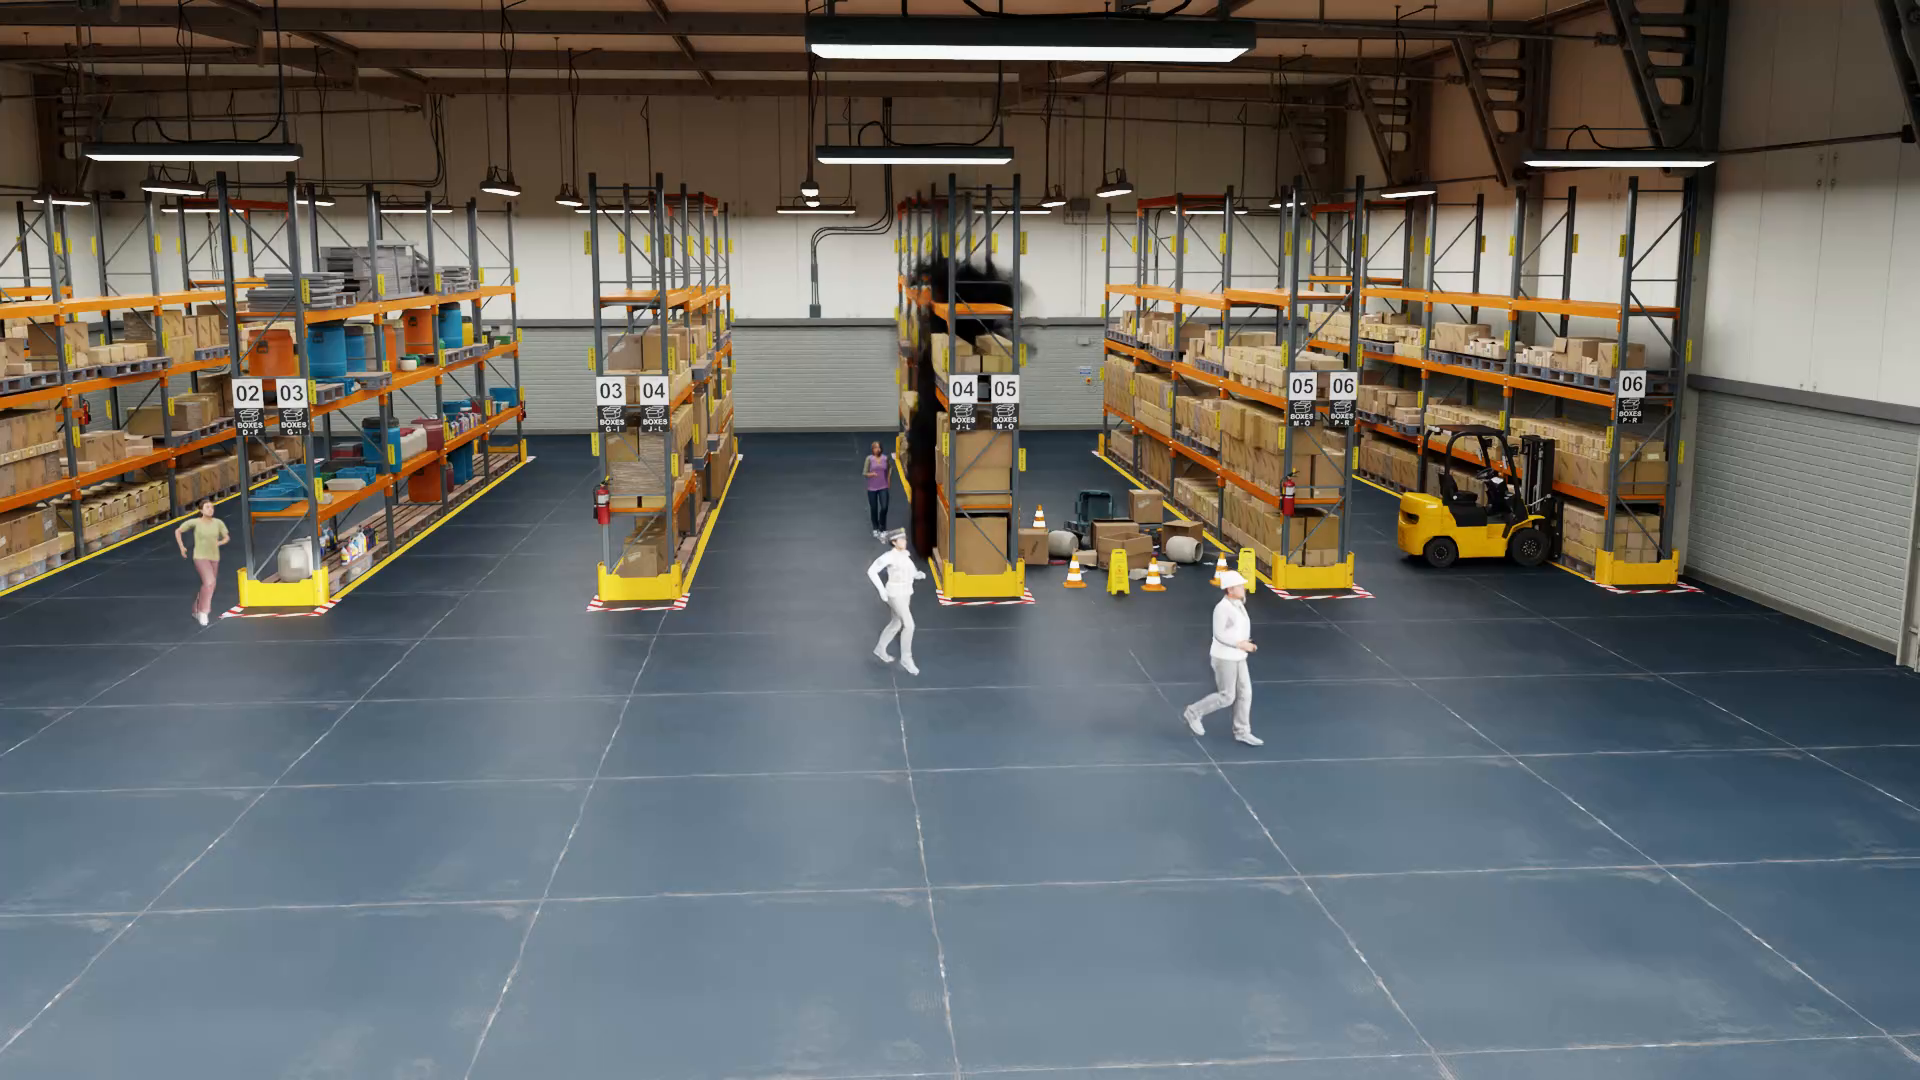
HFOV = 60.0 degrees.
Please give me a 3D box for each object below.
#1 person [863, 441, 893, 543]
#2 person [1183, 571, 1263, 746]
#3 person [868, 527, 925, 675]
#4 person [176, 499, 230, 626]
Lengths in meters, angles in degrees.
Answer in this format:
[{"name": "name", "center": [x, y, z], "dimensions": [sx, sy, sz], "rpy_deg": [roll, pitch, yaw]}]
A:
[{"name": "person", "center": [-1.315, -0.779, 26.939], "dimensions": [0.517, 1.657, 0.633], "rpy_deg": [-2, 10, -9]}, {"name": "person", "center": [2.713, 1.188, 16.926], "dimensions": [0.816, 1.783, 0.683], "rpy_deg": [5, 11, 27]}, {"name": "person", "center": [-0.746, 0.708, 19.824], "dimensions": [0.763, 1.752, 0.583], "rpy_deg": [5, 11, 28]}, {"name": "person", "center": [-10.121, 0.296, 22.364], "dimensions": [0.639, 1.668, 0.590], "rpy_deg": [7, 12, 34]}]
